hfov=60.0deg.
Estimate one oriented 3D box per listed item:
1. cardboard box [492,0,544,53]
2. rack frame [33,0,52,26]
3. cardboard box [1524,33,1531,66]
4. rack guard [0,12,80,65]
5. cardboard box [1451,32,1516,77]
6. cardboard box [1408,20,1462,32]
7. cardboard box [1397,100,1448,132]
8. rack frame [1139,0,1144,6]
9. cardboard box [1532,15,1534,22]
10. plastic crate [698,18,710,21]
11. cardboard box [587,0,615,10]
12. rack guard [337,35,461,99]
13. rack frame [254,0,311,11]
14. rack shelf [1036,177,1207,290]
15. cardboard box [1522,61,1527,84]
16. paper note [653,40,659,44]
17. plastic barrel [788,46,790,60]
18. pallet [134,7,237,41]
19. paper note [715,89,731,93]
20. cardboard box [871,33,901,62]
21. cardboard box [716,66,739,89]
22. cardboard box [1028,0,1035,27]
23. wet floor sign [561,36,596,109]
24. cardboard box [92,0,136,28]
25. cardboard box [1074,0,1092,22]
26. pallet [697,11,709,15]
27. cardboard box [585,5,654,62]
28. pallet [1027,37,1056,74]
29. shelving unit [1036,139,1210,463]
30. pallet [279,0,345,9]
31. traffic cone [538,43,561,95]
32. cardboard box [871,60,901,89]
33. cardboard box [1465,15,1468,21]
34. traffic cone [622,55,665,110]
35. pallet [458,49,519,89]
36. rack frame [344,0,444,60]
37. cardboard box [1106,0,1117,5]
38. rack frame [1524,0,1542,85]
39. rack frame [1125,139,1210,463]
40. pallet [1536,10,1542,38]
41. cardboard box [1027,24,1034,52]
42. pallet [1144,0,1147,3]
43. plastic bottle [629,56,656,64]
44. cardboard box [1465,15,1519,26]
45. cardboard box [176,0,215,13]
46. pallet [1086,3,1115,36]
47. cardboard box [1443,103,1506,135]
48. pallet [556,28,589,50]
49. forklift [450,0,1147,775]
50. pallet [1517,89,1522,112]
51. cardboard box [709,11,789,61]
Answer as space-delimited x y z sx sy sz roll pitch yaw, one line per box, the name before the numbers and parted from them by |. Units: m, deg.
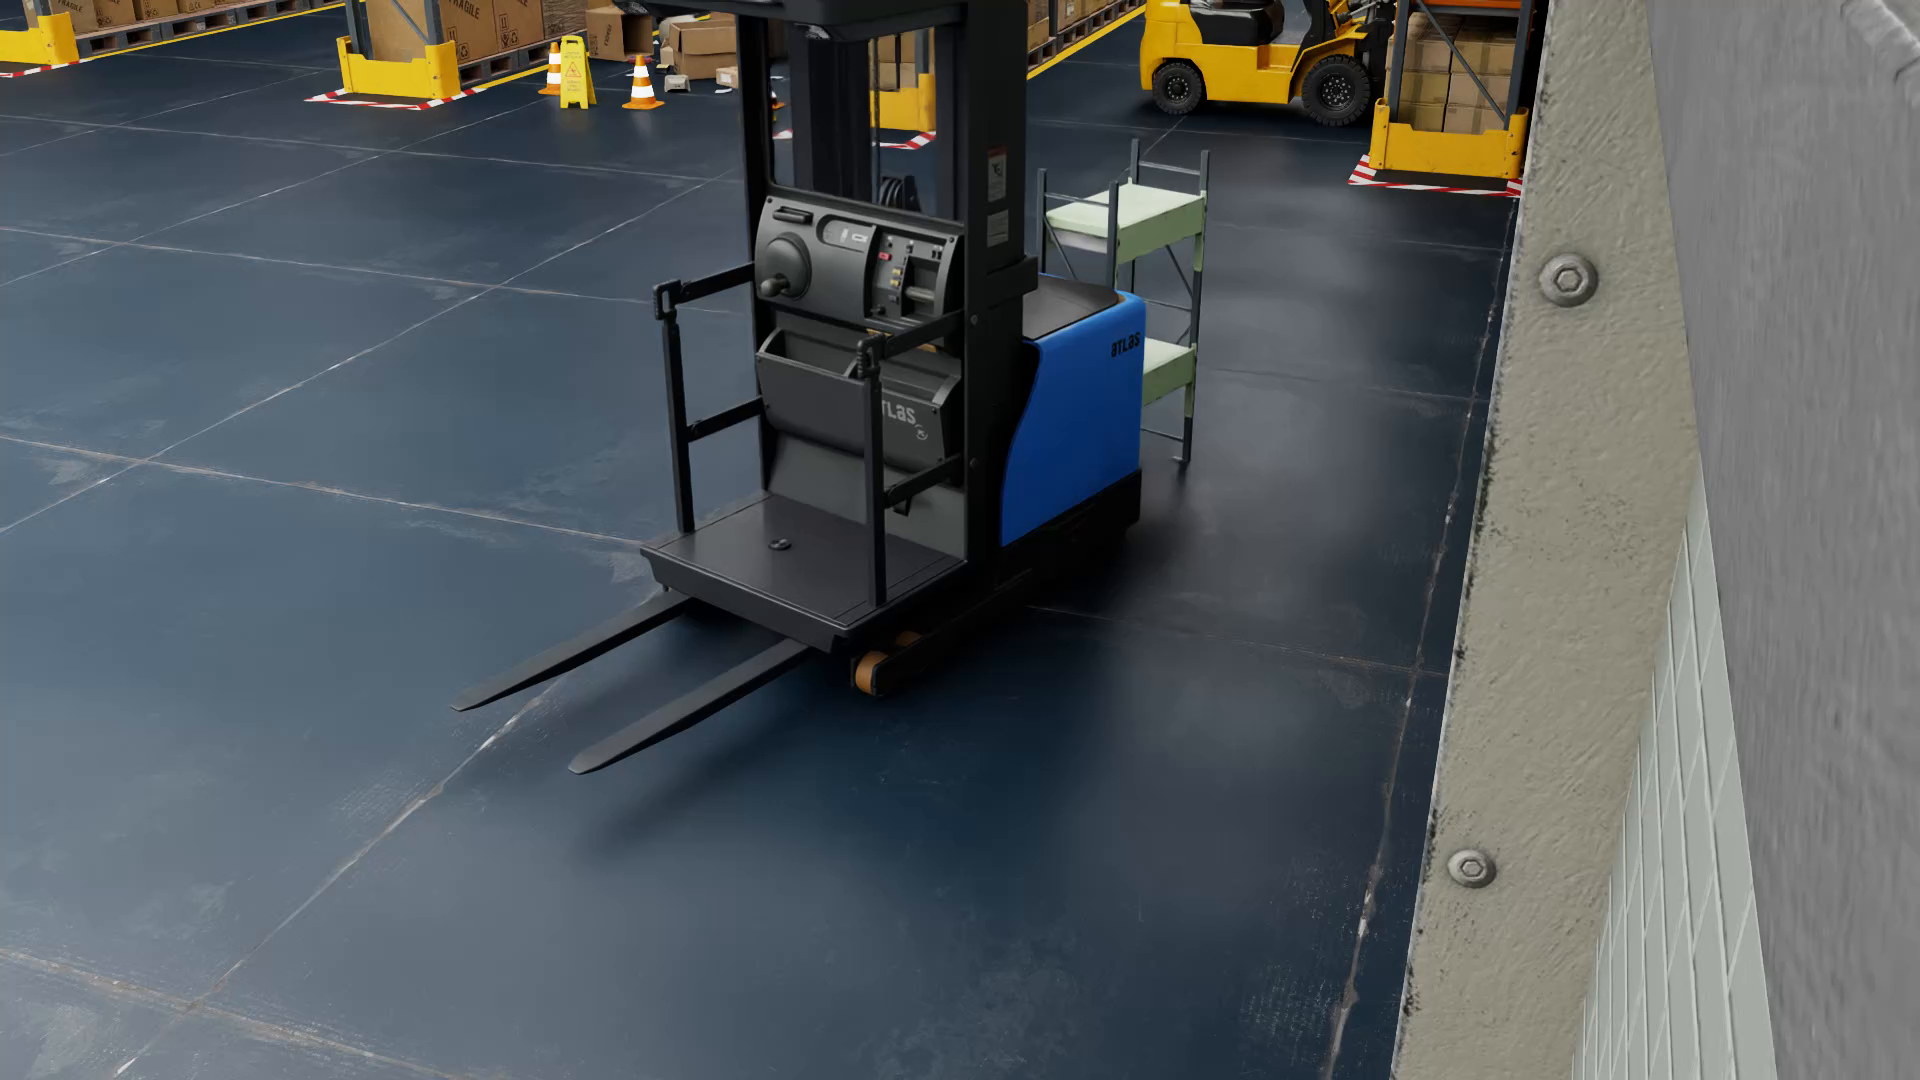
cardboard box | -5.009 -5.638 17.409 0.875 0.875 0.875 8 27 17
rack frame | -10.107 -6.516 17.266 1.000 3.000 0.127 9 27 17
cardboard box | 4.957 -4.530 15.263 0.500 0.250 0.500 9 27 17
rack guard | -10.082 -5.422 17.875 1.175 0.500 0.348 9 27 17
cardboard box | 4.258 -3.932 13.456 0.500 0.250 0.500 8 27 17
cardboard box | 3.944 -4.207 14.024 0.500 0.250 0.500 9 27 18
cardboard box | 3.778 -3.551 13.816 0.500 0.250 0.500 9 27 18
rack frame | 1.900 -8.367 21.088 1.000 3.000 0.127 9 27 17
cardboard box | 5.282 -4.951 16.134 0.500 0.250 0.500 8 27 16
plastic crate | -2.955 -5.898 19.150 0.662 0.188 0.450 -20 23 -36
cardboard box | -4.408 -6.384 18.949 0.875 0.875 0.875 9 27 18
rack guard | -5.471 -4.620 16.219 1.175 0.500 0.348 9 27 17
rack frame | -8.776 -8.160 20.661 1.000 3.000 0.127 9 27 17
rack shelf | 0.721 -1.328 7.376 0.431 0.370 0.720 19 32 34
cardboard box | 5.119 -4.518 15.813 0.500 0.250 0.500 9 27 17
paper note | -3.502 -5.655 18.895 0.147 0.020 0.142 -9 27 -18
plastic barrel | -1.502 -4.988 17.066 0.421 0.421 0.512 -14 29 -27
pallet | -9.371 -6.121 19.649 1.003 0.211 1.213 9 27 17
paper note | -2.325 -4.420 16.344 0.148 0.019 0.142 0 26 -1
cardboard box | -0.741 -4.735 15.400 0.500 0.500 0.500 9 27 18
cardboard box | -2.231 -4.627 16.636 0.250 0.149 0.380 -20 33 -36
cardboard box | 0.458 -5.521 17.023 0.500 0.500 0.500 9 27 18
wet floor sign | -3.606 -4.397 15.590 0.267 0.644 0.232 4 26 8
cardboard box | -9.717 -6.085 18.762 0.500 0.500 0.500 17 30 31
cardboard box | 0.977 -6.241 19.231 0.950 0.372 0.625 11 28 21
pallet | -3.542 -6.975 21.414 1.003 0.211 1.213 9 27 17
cardboard box | -3.681 -5.488 18.009 0.500 0.500 0.500 14 29 26
pallet | 0.379 -5.187 17.720 1.003 0.211 1.213 9 27 17
shelving unit | 0.721 -0.977 7.546 0.431 1.500 0.755 19 32 34
pallet | -8.518 -7.225 21.930 1.003 0.211 1.213 9 27 17
traffic cone | -3.948 -4.626 16.273 0.336 0.463 0.334 9 27 17
cardboard box | -0.739 -4.412 15.593 0.500 0.250 0.500 9 27 17
cardboard box | 4.278 -4.623 14.883 0.500 0.250 0.500 8 27 16
traffic cone | -2.995 -4.322 15.646 0.336 0.463 0.334 9 27 17
pallet | -5.271 -4.840 17.005 1.003 0.211 1.213 9 27 17
rack frame | -5.464 -5.755 15.695 1.000 3.000 0.127 9 27 17
cardboard box | 1.465 -6.838 20.464 0.950 0.372 0.625 8 27 16
rack frame | 5.251 -6.005 16.210 1.000 3.000 0.127 9 27 17
rack frame | 0.948 -1.102 7.804 0.400 1.500 0.023 19 32 34
pallet | 6.271 -6.061 19.525 1.003 0.211 1.213 9 27 17
cardboard box | 0.458 -5.172 17.164 0.500 0.250 0.500 8 27 16
pallet | 2.234 -7.425 22.342 1.003 0.211 1.213 9 27 17
plastic bottle | -3.390 -5.130 17.776 0.283 0.061 0.133 0 26 -1
cardboard box | 4.598 -4.342 14.302 0.500 0.250 0.500 9 27 17
cardboard box | -9.263 -6.562 19.748 0.500 0.500 0.500 6 27 13
pallet | 1.231 -6.291 20.001 1.003 0.211 1.213 9 27 17
cardboard box | 4.268 -3.486 13.681 0.500 0.250 0.500 9 27 18
pallet | -4.459 -5.843 19.076 1.003 0.211 1.213 9 27 17
forklift | -0.519 -0.991 5.933 1.130 2.935 3.031 19 32 34
pallet | 4.543 -3.926 15.116 1.003 0.211 1.213 9 27 17
cardboard box | -2.262 -5.491 17.858 0.797 0.637 0.503 9 27 17
